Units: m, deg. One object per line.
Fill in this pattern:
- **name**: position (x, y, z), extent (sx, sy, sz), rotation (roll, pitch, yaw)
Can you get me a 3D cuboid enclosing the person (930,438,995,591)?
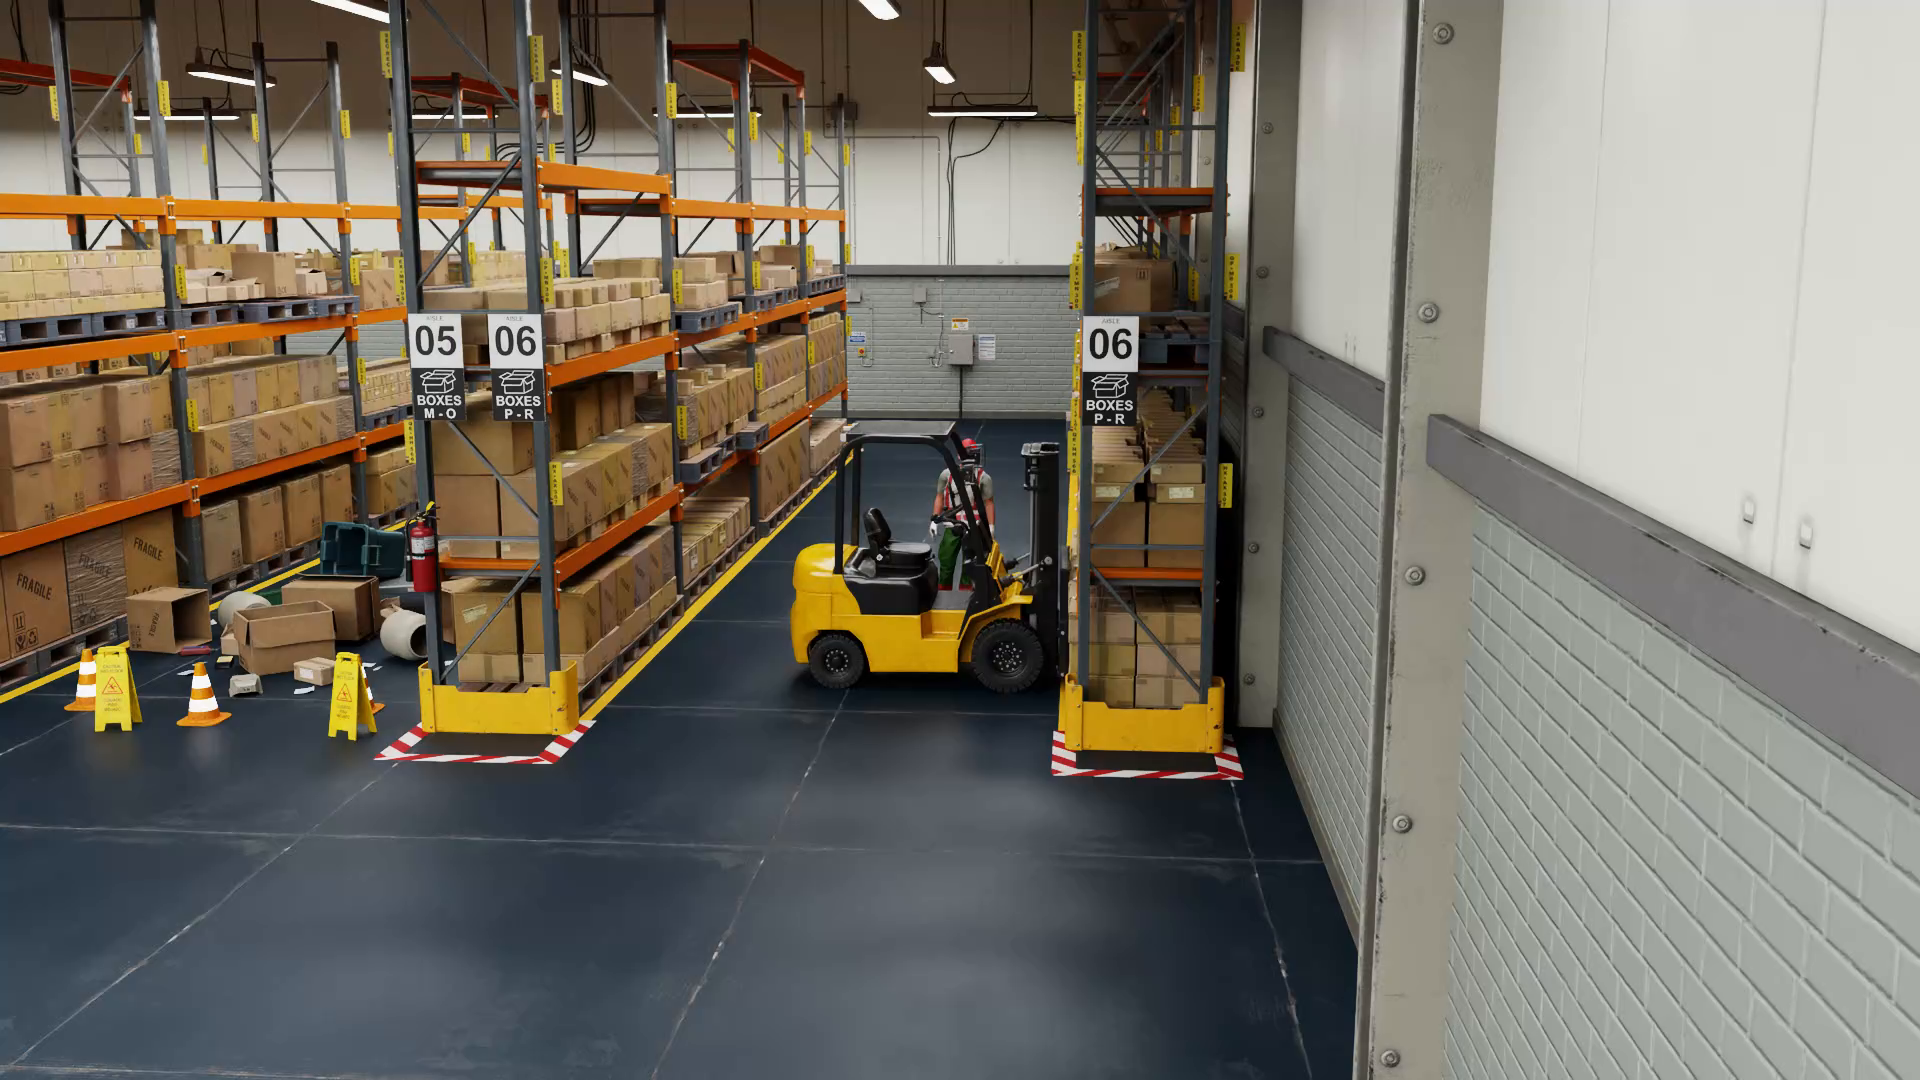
- **person**: position (0.020, -0.090, 16.283), extent (0.638, 1.788, 0.564), rotation (1, 11, 4)
